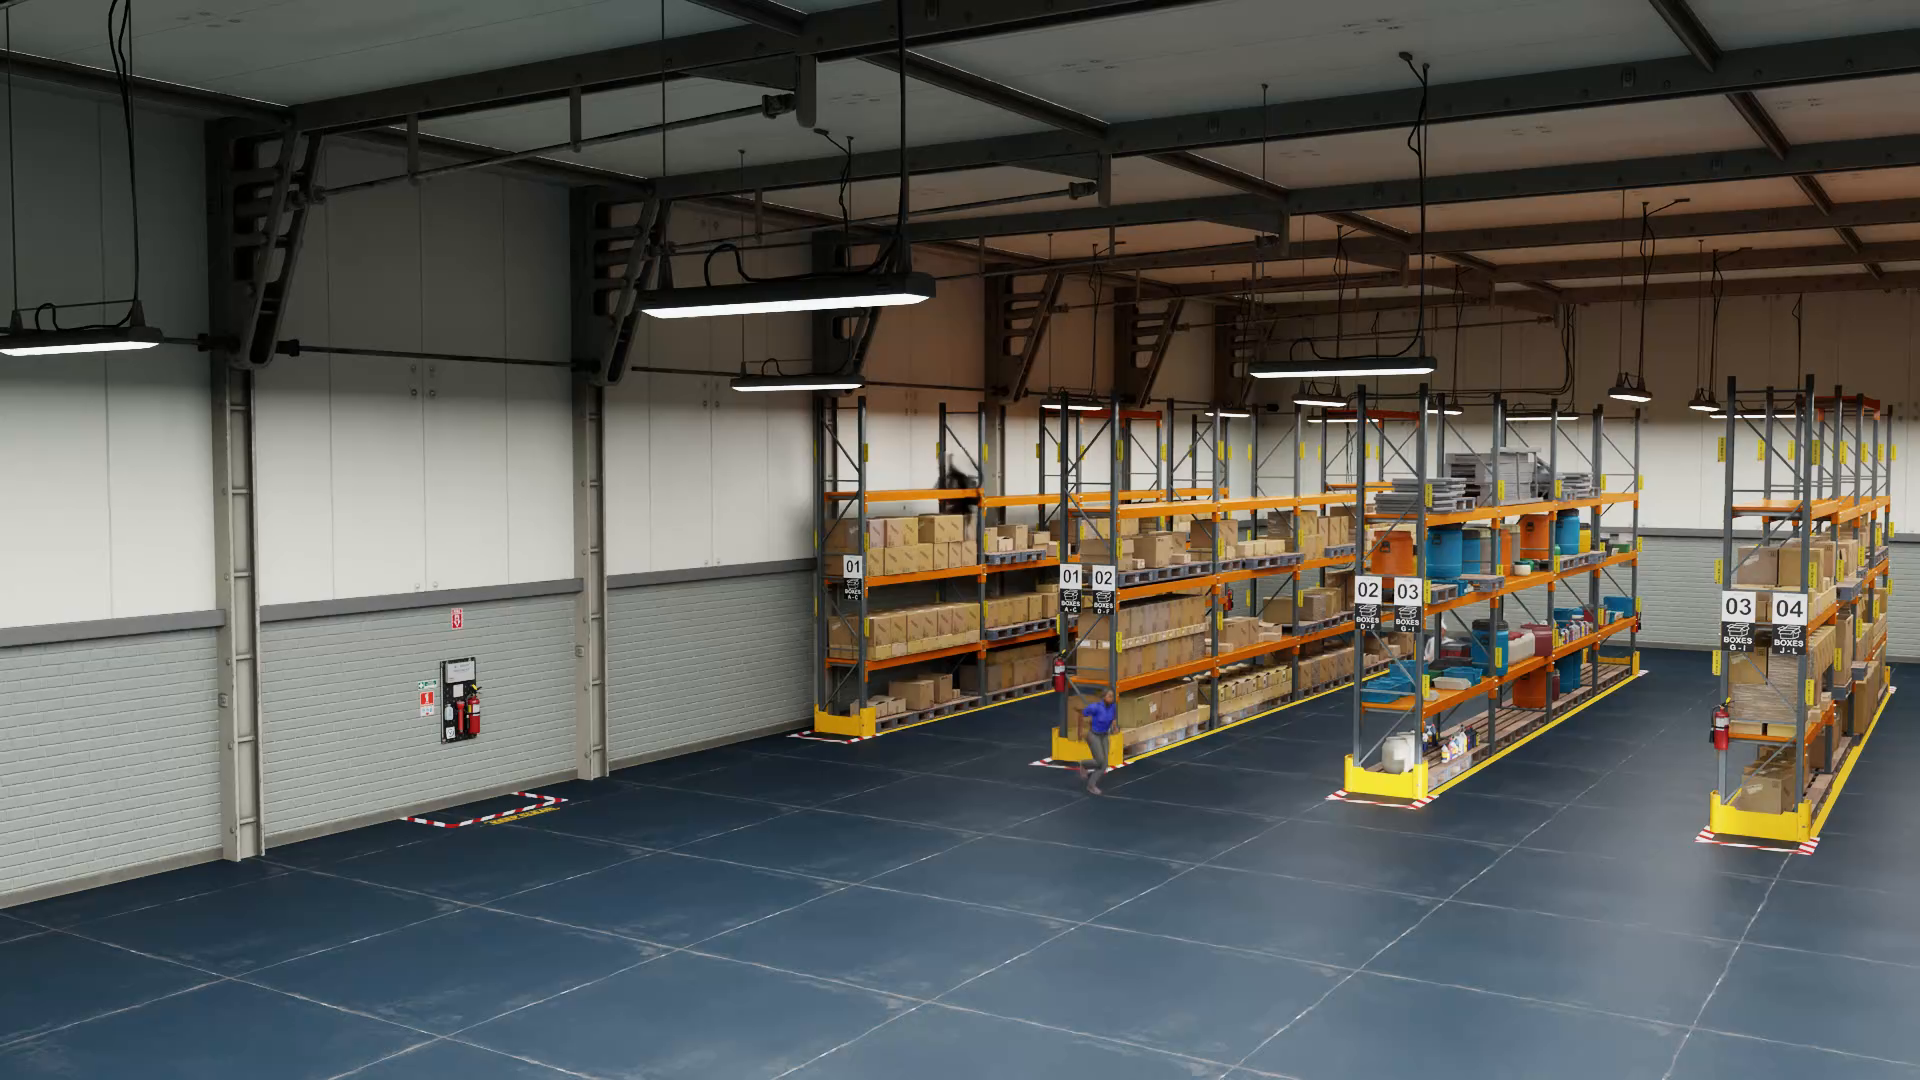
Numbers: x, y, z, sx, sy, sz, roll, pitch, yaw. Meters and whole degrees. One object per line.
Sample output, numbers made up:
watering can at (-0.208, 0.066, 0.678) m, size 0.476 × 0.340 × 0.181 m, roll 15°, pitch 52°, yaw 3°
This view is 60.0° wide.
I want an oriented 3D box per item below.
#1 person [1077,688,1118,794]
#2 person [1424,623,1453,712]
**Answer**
person at (2.042, 2.946, 24.457) m, size 0.563 × 1.586 × 0.692 m, roll -3°, pitch 4°, yaw -40°
person at (9.267, 2.453, 32.076) m, size 0.653 × 1.726 × 0.584 m, roll 2°, pitch 3°, yaw 29°
